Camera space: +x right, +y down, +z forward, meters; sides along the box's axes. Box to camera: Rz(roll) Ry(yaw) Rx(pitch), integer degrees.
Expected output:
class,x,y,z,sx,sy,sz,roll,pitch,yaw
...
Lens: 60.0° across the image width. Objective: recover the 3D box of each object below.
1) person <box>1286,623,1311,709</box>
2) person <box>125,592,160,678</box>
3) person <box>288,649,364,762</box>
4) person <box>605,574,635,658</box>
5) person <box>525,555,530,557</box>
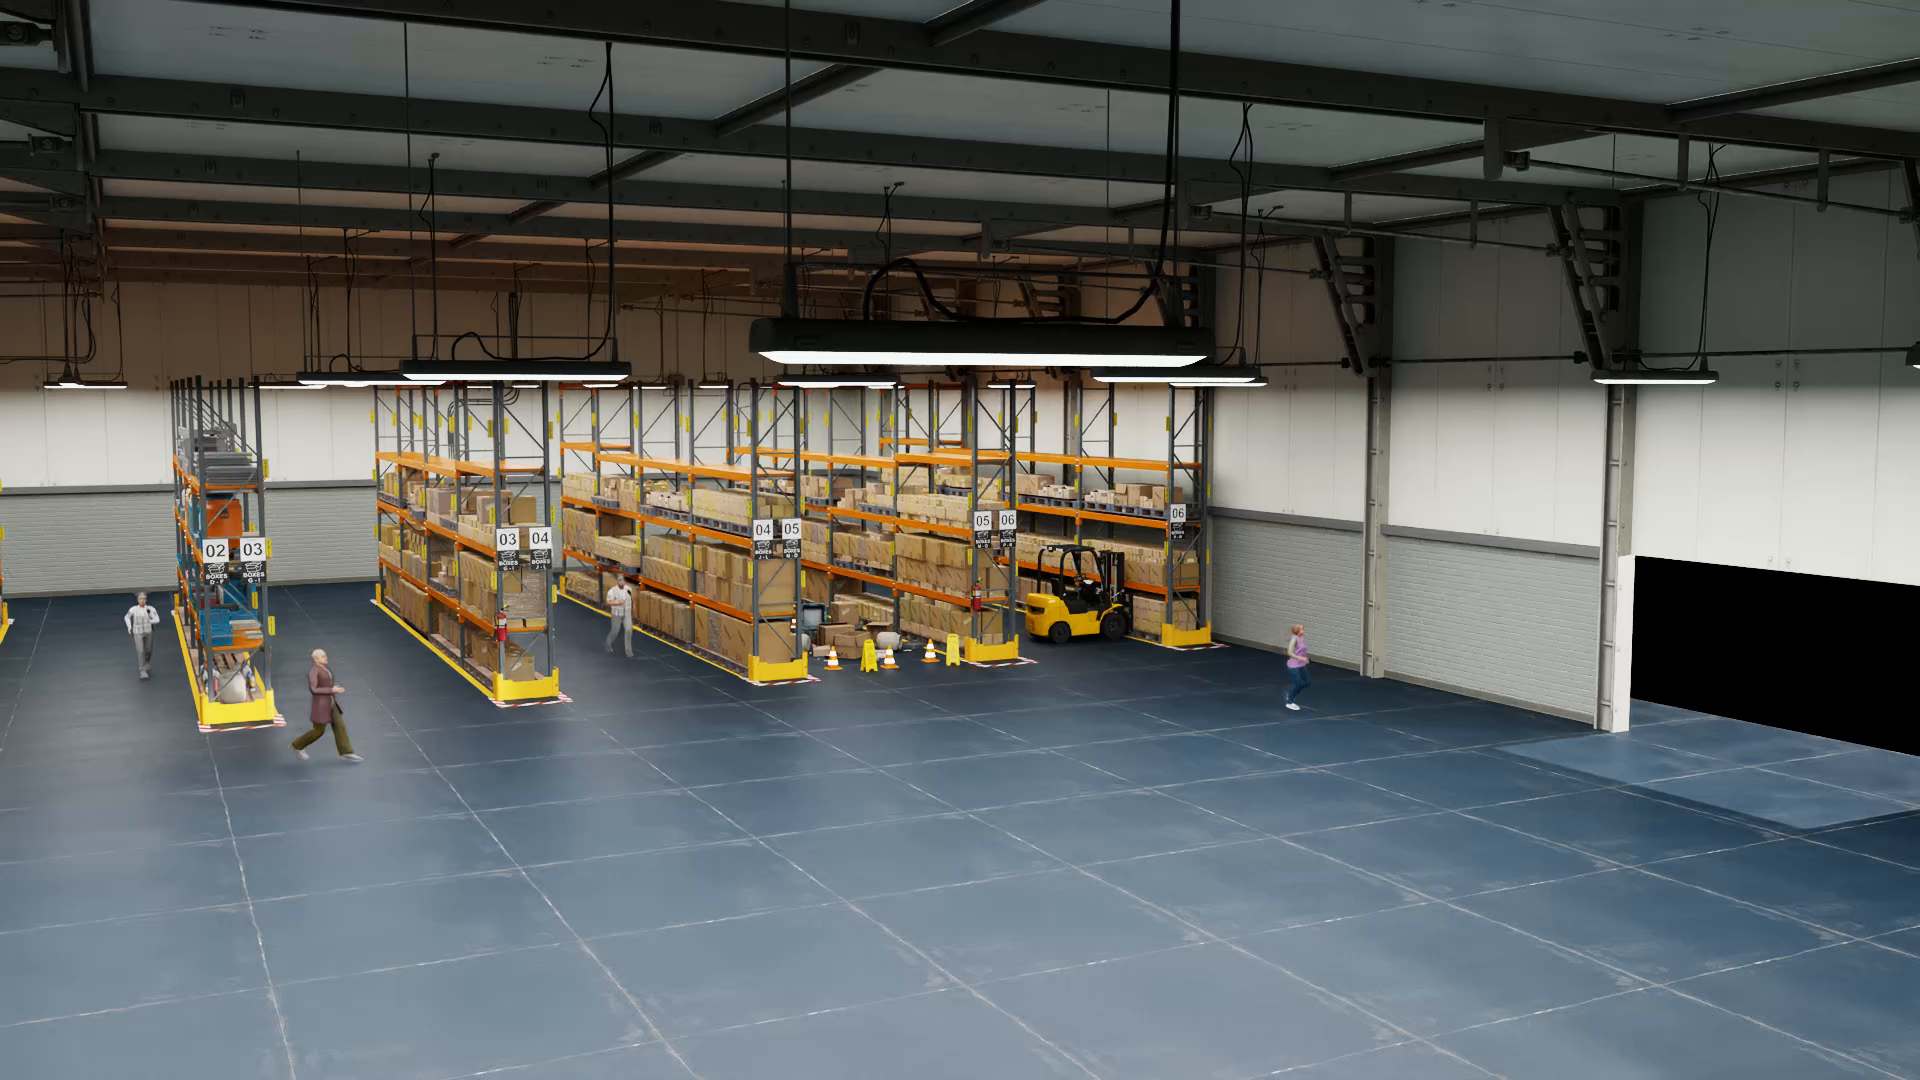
class,x,y,z,sx,sy,sz,roll,pitch,yaw
person,6.094,2.280,29.941,0.517,1.565,0.541,4,6,36
person,-16.445,1.880,33.482,0.611,1.681,0.940,-3,6,-32
person,-9.781,2.553,25.586,1.109,1.764,0.724,0,5,1
person,-7.386,1.624,36.174,0.671,1.825,0.964,-3,6,-31
person,-12.408,0.648,47.912,0.699,1.640,0.950,4,6,38
